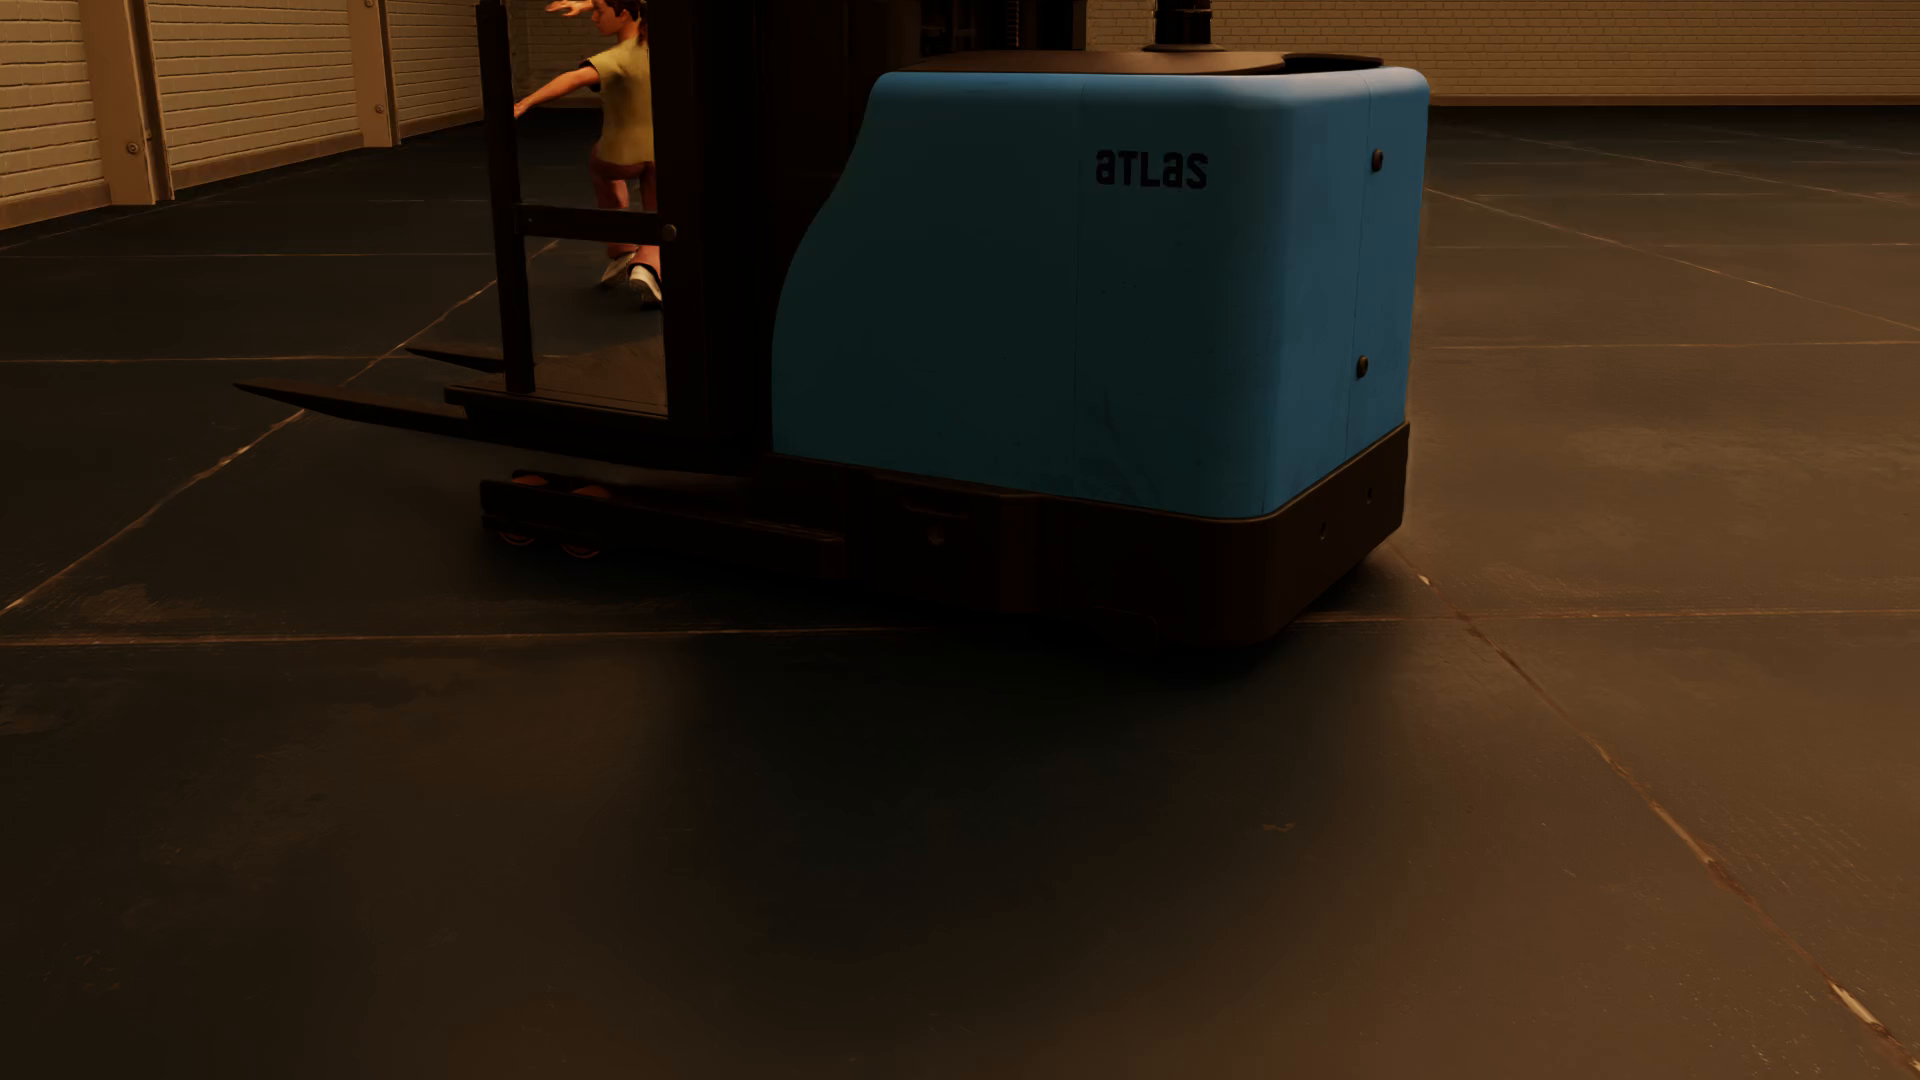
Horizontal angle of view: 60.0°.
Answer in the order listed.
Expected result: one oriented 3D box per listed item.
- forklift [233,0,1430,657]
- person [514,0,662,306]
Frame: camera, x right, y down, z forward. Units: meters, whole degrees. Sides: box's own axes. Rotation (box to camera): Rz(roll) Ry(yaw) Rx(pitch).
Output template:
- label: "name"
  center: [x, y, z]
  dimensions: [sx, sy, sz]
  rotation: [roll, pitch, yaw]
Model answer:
- label: "forklift"
  center: [-0.522, -1.480, 3.747]
  dimensions: [3.031, 2.935, 1.130]
  rotation: [10, 19, 29]
- label: "person"
  center: [-1.642, -1.727, 7.211]
  dimensions: [0.865, 1.386, 0.951]
  rotation: [-9, 19, -27]
